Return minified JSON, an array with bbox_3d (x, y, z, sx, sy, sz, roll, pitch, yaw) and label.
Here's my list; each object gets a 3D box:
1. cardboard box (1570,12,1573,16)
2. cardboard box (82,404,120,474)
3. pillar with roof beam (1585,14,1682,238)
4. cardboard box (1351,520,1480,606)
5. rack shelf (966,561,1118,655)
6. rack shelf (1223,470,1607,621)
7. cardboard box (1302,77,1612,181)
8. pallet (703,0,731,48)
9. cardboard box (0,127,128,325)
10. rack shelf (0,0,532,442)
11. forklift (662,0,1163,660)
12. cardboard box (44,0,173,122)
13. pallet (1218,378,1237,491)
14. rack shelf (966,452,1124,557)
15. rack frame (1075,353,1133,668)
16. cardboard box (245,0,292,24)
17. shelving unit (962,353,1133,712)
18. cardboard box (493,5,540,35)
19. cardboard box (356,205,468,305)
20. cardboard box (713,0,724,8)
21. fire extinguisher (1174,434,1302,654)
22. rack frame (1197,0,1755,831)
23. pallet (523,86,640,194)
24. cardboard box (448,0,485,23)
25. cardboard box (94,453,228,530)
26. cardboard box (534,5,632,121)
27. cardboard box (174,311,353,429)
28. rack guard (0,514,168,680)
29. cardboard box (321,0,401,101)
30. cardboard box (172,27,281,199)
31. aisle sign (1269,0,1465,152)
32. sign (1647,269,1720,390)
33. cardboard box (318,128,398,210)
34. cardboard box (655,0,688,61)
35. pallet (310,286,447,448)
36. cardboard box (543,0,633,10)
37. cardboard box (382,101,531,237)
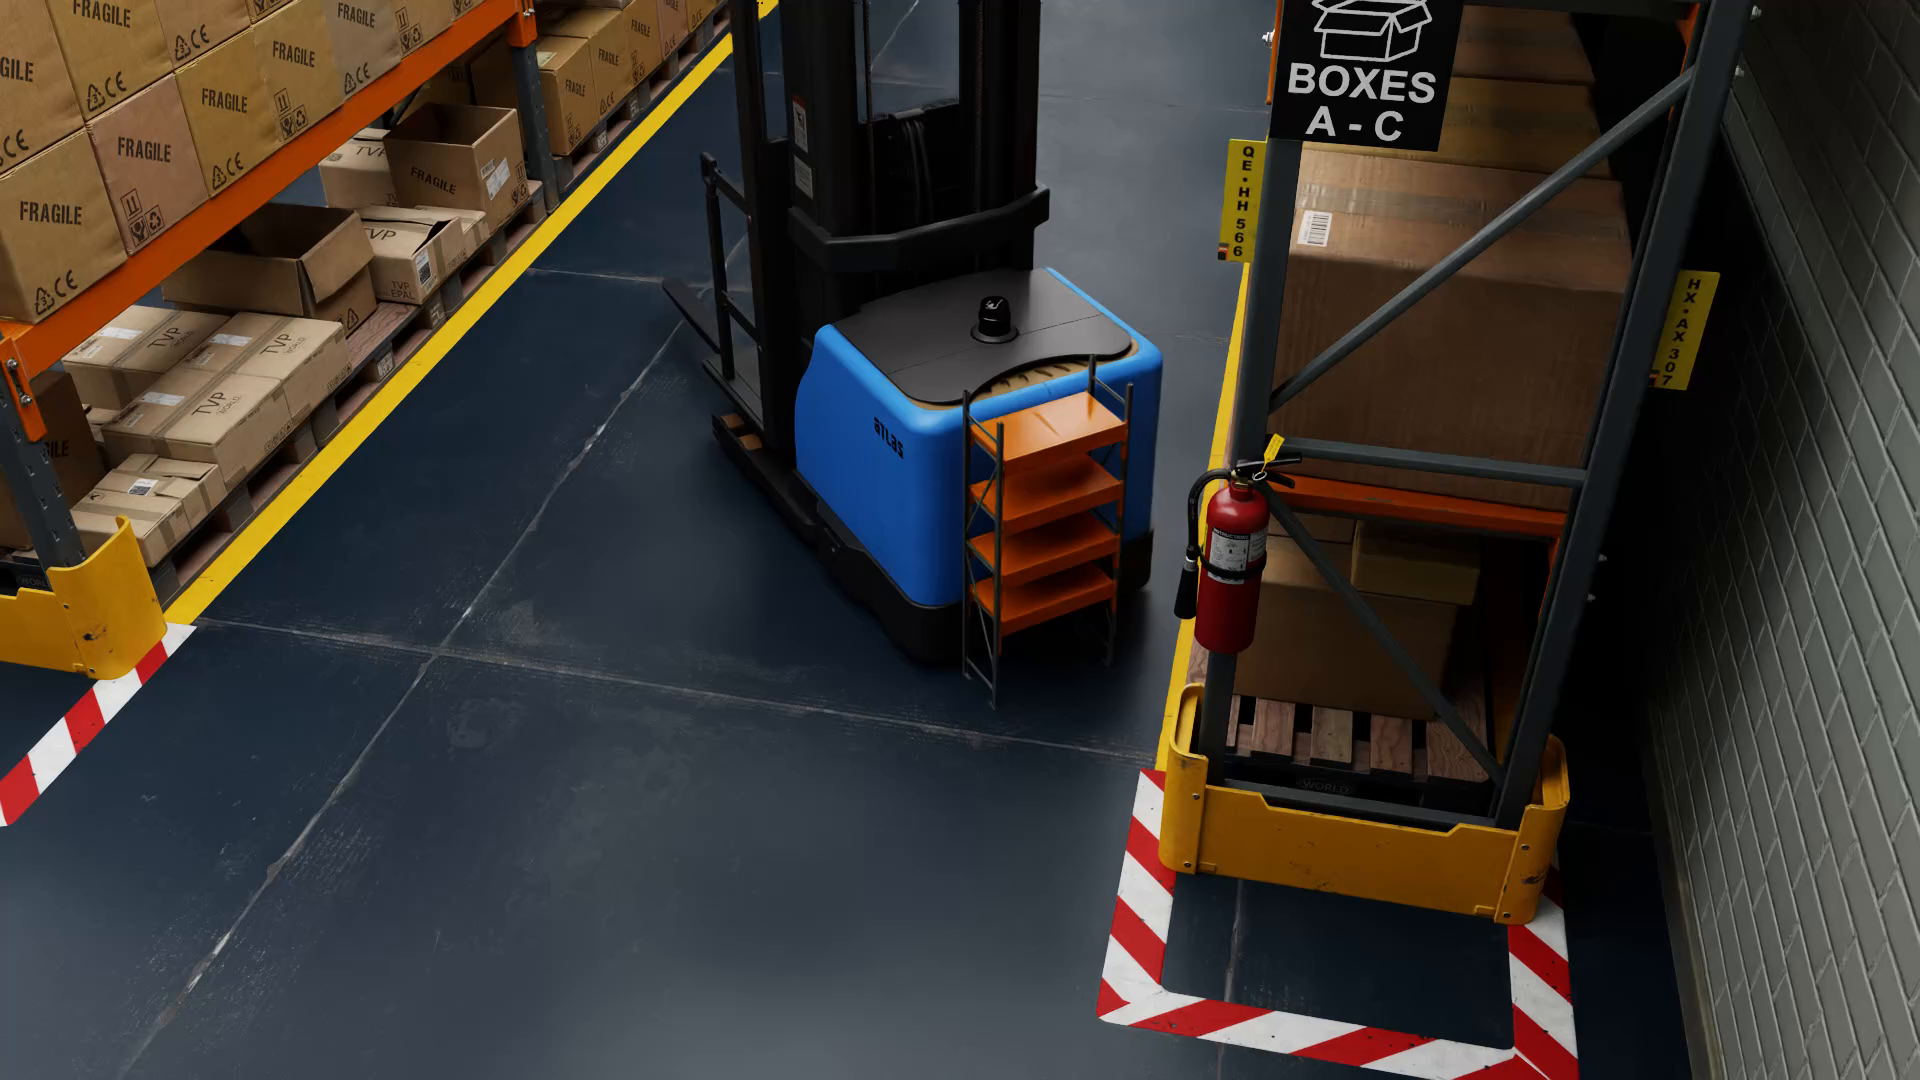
[{"bbox_3d":[1.800,-1.894,6.552,0.980,0.700,0.700,6,36,9],"label":"cardboard box"},{"bbox_3d":[-3.552,-0.420,6.812,0.380,0.166,0.250,7,37,10],"label":"cardboard box"},{"bbox_3d":[-1.417,-4.959,5.923,9.100,9.000,0.400,7,37,10],"label":"pillar with roof beam"},{"bbox_3d":[1.459,0.056,5.336,0.380,0.149,0.250,8,37,10],"label":"cardboard box"},{"bbox_3d":[0.286,0.206,5.896,0.480,0.148,0.258,-18,40,-23],"label":"rack shelf"},{"bbox_3d":[1.666,-1.062,6.272,1.077,0.370,4.000,7,37,10],"label":"rack shelf"},{"bbox_3d":[1.482,-1.040,5.373,0.980,0.700,0.700,7,37,10],"label":"cardboard box"},{"bbox_3d":[-2.089,-3.859,11.895,1.003,0.211,1.213,7,37,10],"label":"pallet"},{"bbox_3d":[-3.249,-1.087,5.609,0.500,0.500,0.500,8,37,11],"label":"cardboard box"},{"bbox_3d":[-3.175,-1.680,7.126,1.077,0.370,4.000,7,37,10],"label":"rack shelf"},{"bbox_3d":[-0.424,-1.595,6.453,1.130,2.935,3.031,-18,40,-23],"label":"forklift"},{"bbox_3d":[-3.145,-1.792,5.730,0.500,0.500,0.500,8,37,10],"label":"cardboard box"},{"bbox_3d":[1.595,-0.243,6.905,1.003,0.211,1.213,7,37,10],"label":"pallet"},{"bbox_3d":[0.286,-0.135,5.648,0.480,0.148,0.258,-18,40,-23],"label":"rack shelf"},{"bbox_3d":[0.499,-0.079,5.836,0.015,1.200,0.240,-18,40,-23],"label":"rack frame"},{"bbox_3d":[-2.926,-2.370,6.527,0.500,0.500,0.500,7,37,10],"label":"cardboard box"},{"bbox_3d":[0.286,-0.009,5.739,0.503,1.200,0.258,-18,40,-23],"label":"shelving unit"},{"bbox_3d":[-2.808,-2.886,9.930,0.500,0.500,0.500,7,37,10],"label":"cardboard box"},{"bbox_3d":[-2.752,-1.416,8.063,0.500,0.311,0.500,7,37,10],"label":"cardboard box"},{"bbox_3d":[-1.863,-4.012,11.485,0.500,0.500,0.500,9,37,12],"label":"cardboard box"},{"bbox_3d":[0.755,0.005,4.571,0.296,0.674,0.183,7,37,10],"label":"fire extinguisher"},{"bbox_3d":[1.238,-0.206,4.479,1.000,3.000,0.127,7,37,10],"label":"rack frame"},{"bbox_3d":[-2.611,-2.460,9.965,1.003,0.211,1.213,7,37,10],"label":"pallet"},{"bbox_3d":[-2.603,-2.840,8.027,0.500,0.500,0.500,8,37,11],"label":"cardboard box"},{"bbox_3d":[-3.123,-0.196,6.504,0.380,0.166,0.250,7,37,10],"label":"cardboard box"},{"bbox_3d":[-2.303,-2.838,9.865,0.500,0.500,0.500,8,37,11],"label":"cardboard box"},{"bbox_3d":[-2.995,-0.739,7.182,0.500,0.250,0.500,7,37,10],"label":"cardboard box"},{"bbox_3d":[-3.586,0.143,6.126,1.175,0.500,0.348,7,37,10],"label":"rack guard"},{"bbox_3d":[-2.820,-2.250,7.213,0.500,0.500,0.500,8,37,11],"label":"cardboard box"},{"bbox_3d":[-3.034,-1.671,6.414,0.500,0.500,0.500,7,37,10],"label":"cardboard box"},{"bbox_3d":[0.930,-1.255,3.711,0.394,0.787,0.004,7,37,10],"label":"aisle sign"},{"bbox_3d":[1.779,-0.516,4.101,0.100,0.325,0.005,7,37,10],"label":"sign"},{"bbox_3d":[-3.048,-1.994,8.862,0.500,0.311,0.500,7,37,10],"label":"cardboard box"},{"bbox_3d":[-2.080,-3.414,10.659,0.500,0.500,0.500,6,36,8],"label":"cardboard box"},{"bbox_3d":[-3.153,-0.894,7.804,1.003,0.211,1.213,7,37,10],"label":"pallet"},{"bbox_3d":[-2.192,-3.408,10.012,0.500,0.250,0.500,7,37,10],"label":"cardboard box"},{"bbox_3d":[-2.592,-1.922,8.601,0.500,0.500,0.500,7,37,10],"label":"cardboard box"}]
